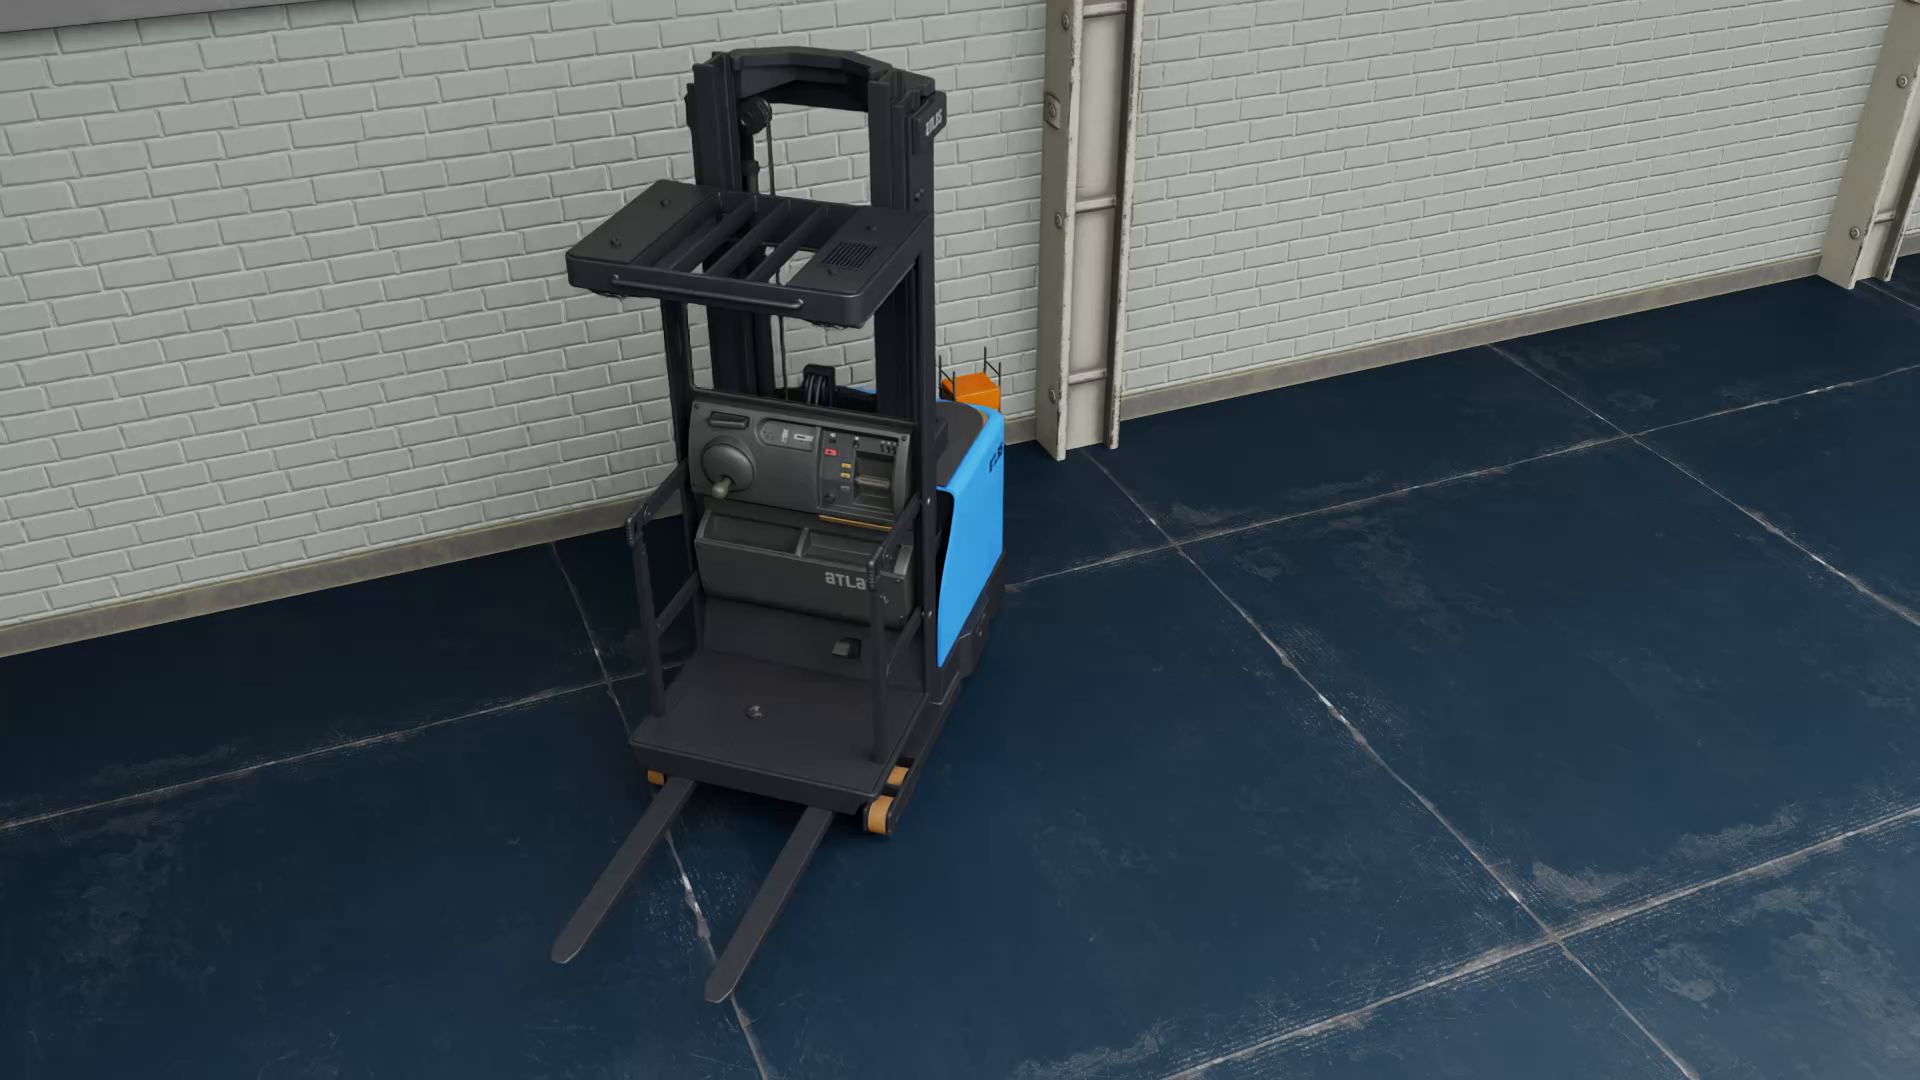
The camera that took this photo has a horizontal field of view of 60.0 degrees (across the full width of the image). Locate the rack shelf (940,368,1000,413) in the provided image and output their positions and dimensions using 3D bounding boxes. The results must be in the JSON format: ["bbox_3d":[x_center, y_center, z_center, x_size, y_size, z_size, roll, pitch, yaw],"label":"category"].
[{"bbox_3d":[0.049,-0.680,8.332,0.240,0.259,0.215,-13,35,-19],"label":"rack shelf"}]

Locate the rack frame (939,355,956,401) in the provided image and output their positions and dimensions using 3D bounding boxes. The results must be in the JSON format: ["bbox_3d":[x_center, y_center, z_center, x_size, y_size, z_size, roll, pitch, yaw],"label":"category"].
[{"bbox_3d":[-0.063,-0.426,8.441,0.008,1.050,0.200,-13,35,-19],"label":"rack frame"}]

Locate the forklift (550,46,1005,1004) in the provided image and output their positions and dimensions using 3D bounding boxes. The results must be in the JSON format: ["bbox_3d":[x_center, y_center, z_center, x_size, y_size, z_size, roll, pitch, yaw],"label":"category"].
[{"bbox_3d":[-0.709,-0.256,6.456,1.130,2.935,3.031,10,34,15],"label":"forklift"}]

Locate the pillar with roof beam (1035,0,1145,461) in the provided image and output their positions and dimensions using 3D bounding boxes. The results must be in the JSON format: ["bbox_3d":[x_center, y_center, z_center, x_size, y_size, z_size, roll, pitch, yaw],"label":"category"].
[{"bbox_3d":[2.338,-2.176,3.843,0.400,9.000,9.100,-13,35,-19],"label":"pillar with roof beam"}]

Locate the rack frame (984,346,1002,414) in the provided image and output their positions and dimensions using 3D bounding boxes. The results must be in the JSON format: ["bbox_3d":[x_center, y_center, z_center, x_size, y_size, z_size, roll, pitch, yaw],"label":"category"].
[{"bbox_3d":[0.162,-0.477,8.521,0.008,1.050,0.200,-13,35,-19],"label":"rack frame"}]

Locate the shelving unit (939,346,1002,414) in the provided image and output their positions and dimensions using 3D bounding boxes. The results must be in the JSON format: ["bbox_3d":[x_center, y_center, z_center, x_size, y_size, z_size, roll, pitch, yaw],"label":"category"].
[{"bbox_3d":[0.049,-0.451,8.481,0.252,1.050,0.215,-13,35,-19],"label":"shelving unit"}]

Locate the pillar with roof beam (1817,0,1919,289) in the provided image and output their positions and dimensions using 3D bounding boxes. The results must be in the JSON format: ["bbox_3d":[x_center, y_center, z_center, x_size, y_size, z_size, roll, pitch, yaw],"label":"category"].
[{"bbox_3d":[7.870,-3.443,5.790,0.400,9.000,9.100,-13,35,-19],"label":"pillar with roof beam"}]
